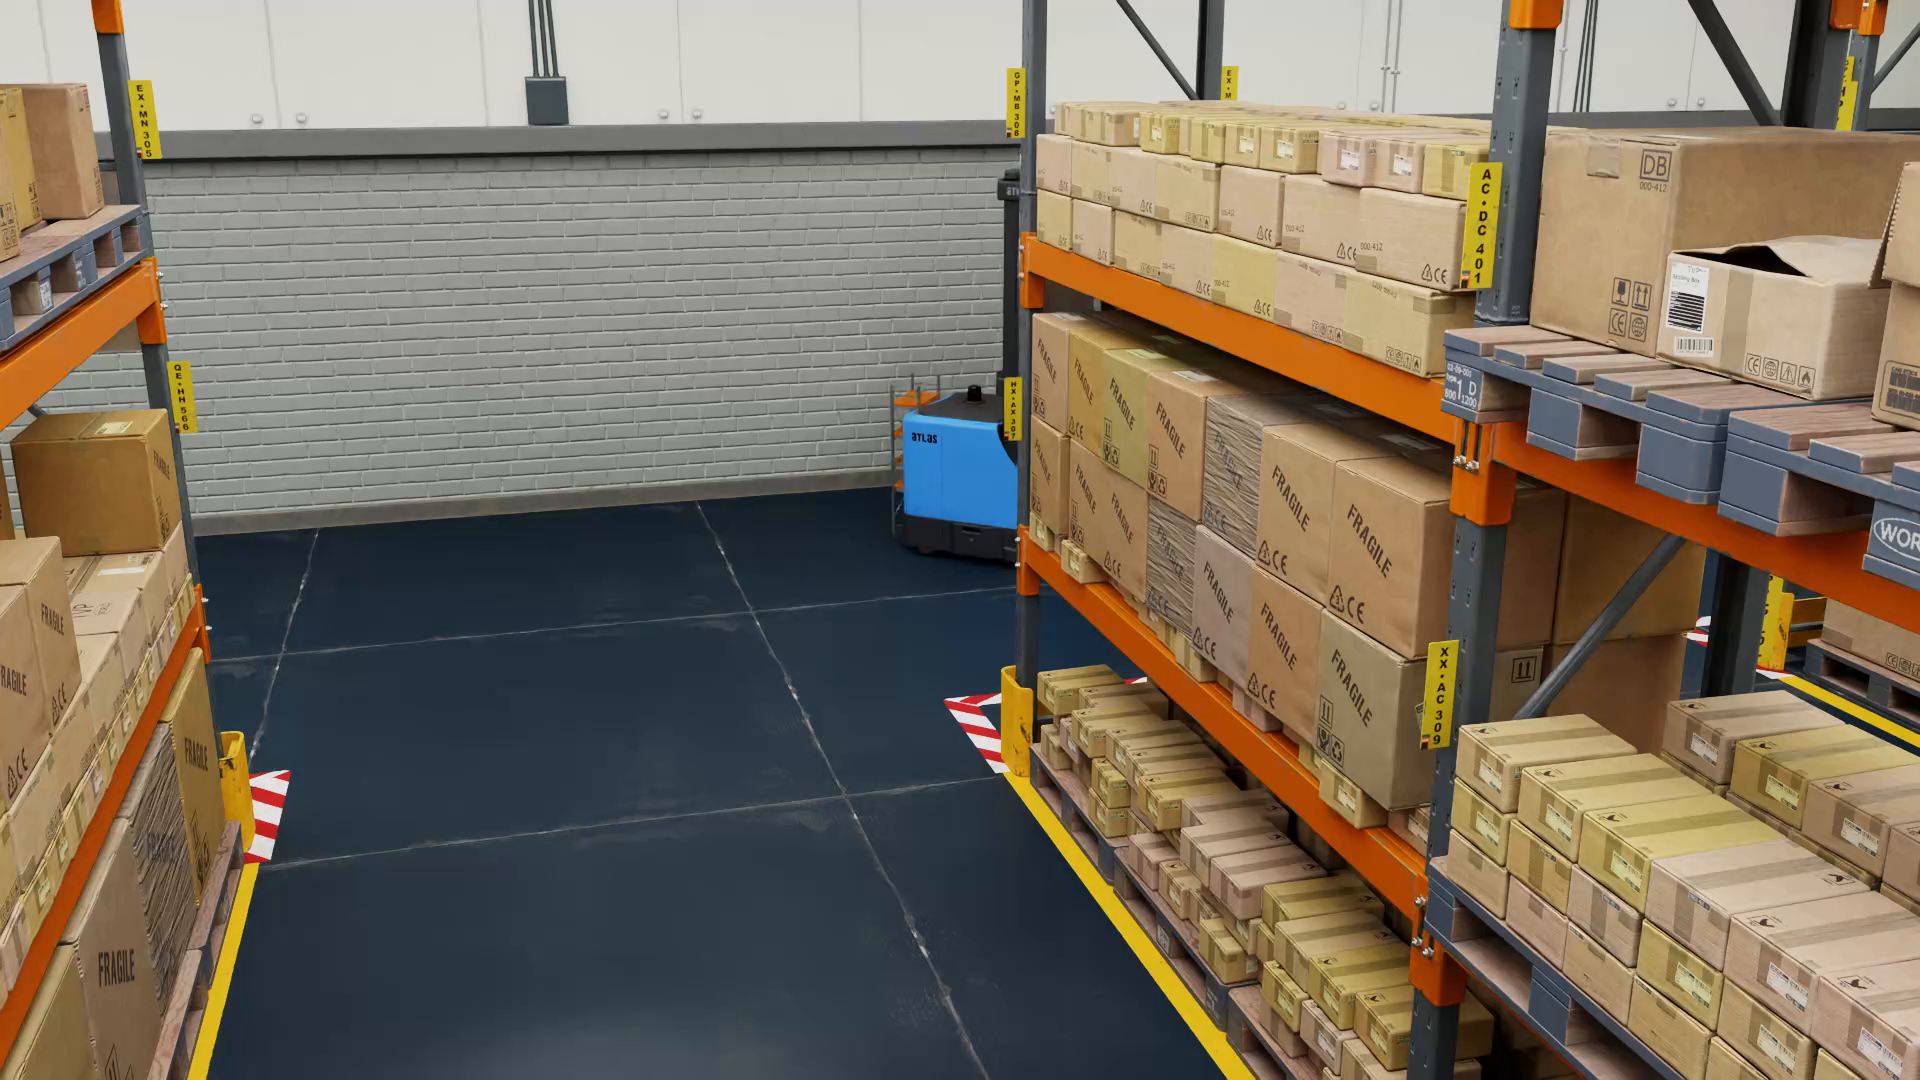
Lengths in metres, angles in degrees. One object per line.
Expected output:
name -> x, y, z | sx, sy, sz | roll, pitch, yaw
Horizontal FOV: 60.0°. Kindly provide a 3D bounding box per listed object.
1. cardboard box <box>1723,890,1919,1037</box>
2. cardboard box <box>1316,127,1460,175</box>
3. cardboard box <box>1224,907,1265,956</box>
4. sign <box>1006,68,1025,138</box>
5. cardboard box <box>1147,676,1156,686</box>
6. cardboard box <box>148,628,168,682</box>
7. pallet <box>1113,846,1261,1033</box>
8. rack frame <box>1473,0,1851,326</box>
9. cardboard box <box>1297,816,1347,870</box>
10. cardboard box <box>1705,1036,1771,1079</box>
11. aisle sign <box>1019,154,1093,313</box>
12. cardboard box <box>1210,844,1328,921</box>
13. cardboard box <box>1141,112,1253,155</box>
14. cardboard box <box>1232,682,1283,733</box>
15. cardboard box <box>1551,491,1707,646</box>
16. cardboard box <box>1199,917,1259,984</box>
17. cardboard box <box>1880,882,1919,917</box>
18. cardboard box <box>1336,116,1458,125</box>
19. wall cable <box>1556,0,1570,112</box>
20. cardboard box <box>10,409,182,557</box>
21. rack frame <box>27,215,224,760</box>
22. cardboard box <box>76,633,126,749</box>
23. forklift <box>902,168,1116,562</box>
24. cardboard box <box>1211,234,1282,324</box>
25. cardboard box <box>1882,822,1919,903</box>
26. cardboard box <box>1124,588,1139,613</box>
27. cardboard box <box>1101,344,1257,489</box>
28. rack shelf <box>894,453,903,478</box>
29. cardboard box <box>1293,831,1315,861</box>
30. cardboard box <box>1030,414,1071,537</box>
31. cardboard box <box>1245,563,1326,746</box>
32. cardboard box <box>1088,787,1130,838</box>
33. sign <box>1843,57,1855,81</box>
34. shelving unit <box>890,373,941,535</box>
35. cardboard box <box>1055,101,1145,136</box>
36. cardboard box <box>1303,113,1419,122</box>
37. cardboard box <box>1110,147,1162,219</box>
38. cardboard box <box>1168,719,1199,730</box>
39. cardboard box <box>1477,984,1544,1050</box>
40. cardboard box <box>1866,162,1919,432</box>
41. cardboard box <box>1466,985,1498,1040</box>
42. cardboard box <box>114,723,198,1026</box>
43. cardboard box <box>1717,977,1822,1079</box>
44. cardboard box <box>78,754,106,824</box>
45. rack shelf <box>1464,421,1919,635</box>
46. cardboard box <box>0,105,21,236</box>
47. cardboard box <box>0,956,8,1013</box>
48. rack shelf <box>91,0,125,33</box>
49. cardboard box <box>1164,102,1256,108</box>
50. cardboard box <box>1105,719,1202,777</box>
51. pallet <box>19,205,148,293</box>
cardboard box -> 1.847, 0.881, 3.479 | 0.380, 0.149, 0.250 | -5, 17, -16
cardboard box -> 1.396, -1.265, 5.435 | 0.380, 0.149, 0.250 | -4, 17, -13
cardboard box -> 1.261, 1.480, 6.518 | 0.380, 0.149, 0.250 | -4, 17, -14
sign -> 0.273, -2.105, 8.014 | 0.100, 0.325, 0.005 | -5, 17, -15
cardboard box -> 1.183, 0.713, 8.557 | 0.380, 0.149, 0.250 | -4, 17, -15
cardboard box -> -3.379, 0.475, 6.595 | 0.380, 0.149, 0.250 | -4, 17, -14
pallet -> 1.336, 1.628, 7.166 | 1.003, 0.211, 1.213 | -5, 17, -15
rack frame -> 1.894, -2.060, 4.167 | 1.000, 3.000, 0.127 | -5, 17, -15
cardboard box -> 1.623, 1.218, 6.875 | 0.380, 0.149, 0.250 | -5, 18, -18
cardboard box -> 1.845, 1.163, 3.572 | 0.380, 0.149, 0.250 | -5, 18, -18
aisle sign -> 0.486, -1.535, 8.328 | 0.394, 0.787, 0.004 | -5, 17, -15
cardboard box -> 1.202, 1.333, 6.491 | 0.380, 0.149, 0.250 | -6, 18, -18
cardboard box -> 0.941, -1.617, 6.606 | 0.380, 0.149, 0.250 | -4, 17, -14
cardboard box -> 1.248, 0.586, 6.225 | 0.380, 0.149, 0.250 | -5, 18, -18
cardboard box -> 2.004, 0.000, 5.309 | 0.500, 0.500, 0.500 | -4, 17, -14
cardboard box -> 1.174, 1.610, 6.605 | 0.380, 0.149, 0.250 | -5, 17, -15
cardboard box -> 2.411, 0.901, 3.927 | 0.380, 0.149, 0.250 | -5, 18, -17
cardboard box -> 1.647, -1.520, 6.283 | 0.380, 0.149, 0.250 | -5, 17, -17
wall cable -> 4.416, -5.195, 14.606 | 2.355, 3.000, 0.029 | -5, 17, -15
cardboard box -> -3.616, -0.245, 6.993 | 0.500, 0.500, 0.500 | -4, 17, -15
rack frame -> -4.002, 0.071, 7.502 | 1.000, 3.000, 0.127 | -5, 17, -15
cardboard box -> -3.188, 0.538, 5.690 | 0.500, 0.250, 0.500 | -5, 17, -15
forklift -> 1.118, -1.251, 12.022 | 3.031, 2.935, 1.130 | 8, 18, 24
cardboard box -> 1.233, -0.945, 5.932 | 0.500, 0.250, 0.500 | -5, 17, -16
cardboard box -> 2.408, 0.762, 3.875 | 0.380, 0.149, 0.250 | -5, 17, -15
cardboard box -> 0.954, 0.226, 7.421 | 0.380, 0.149, 0.250 | -5, 17, -16
cardboard box -> 0.929, -0.532, 7.082 | 0.500, 0.500, 0.500 | -5, 17, -16
rack shelf -> -0.346, -0.608, 13.126 | 0.258, 0.148, 0.480 | 5, 17, 16
cardboard box -> 1.668, 1.284, 7.171 | 0.380, 0.149, 0.250 | -5, 17, -15
cardboard box -> 0.652, -0.337, 8.171 | 0.500, 0.500, 0.500 | -4, 17, -13
cardboard box -> 1.347, 0.368, 5.823 | 0.500, 0.500, 0.500 | -5, 17, -17
cardboard box -> 0.821, 1.255, 7.786 | 0.380, 0.149, 0.250 | -4, 17, -15
sign -> 4.991, -2.563, 9.401 | 0.100, 0.325, 0.005 | -5, 17, -15
shelving unit -> -0.346, -0.673, 13.106 | 0.258, 1.200, 0.503 | 5, 17, 16
cardboard box -> 0.664, -1.981, 7.816 | 0.380, 0.149, 0.250 | -5, 17, -16
cardboard box -> 1.570, -1.592, 6.523 | 0.380, 0.149, 0.250 | -5, 17, -17
cardboard box -> 0.937, -1.470, 6.811 | 0.500, 0.250, 0.500 | -4, 17, -15
cardboard box -> 1.234, 0.929, 8.355 | 0.380, 0.149, 0.250 | -5, 17, -17
cardboard box -> 1.998, 1.581, 5.666 | 0.380, 0.149, 0.250 | -4, 17, -13
cardboard box -> 2.192, -0.436, 3.067 | 0.797, 0.503, 0.637 | -5, 17, -16
cardboard box -> 1.946, 1.647, 5.965 | 0.380, 0.149, 0.250 | -5, 17, -15
cardboard box -> -3.500, 1.310, 6.341 | 0.875, 0.875, 0.875 | -5, 17, -15
cardboard box -> 1.852, 1.025, 3.517 | 0.380, 0.149, 0.250 | -4, 17, -13
cardboard box -> -3.021, 0.831, 5.408 | 0.380, 0.149, 0.250 | -4, 17, -15
rack shelf -> 2.443, 0.274, 2.861 | 1.077, 0.370, 4.000 | -5, 17, -15
cardboard box -> -3.581, -1.218, 5.503 | 0.700, 0.500, 0.500 | -6, 18, -19
cardboard box -> -2.665, 1.190, 4.214 | 0.380, 0.149, 0.250 | -5, 17, -15
rack shelf -> -3.453, -1.713, 4.958 | 1.077, 0.370, 4.000 | -5, 17, -15
cardboard box -> 1.162, -1.945, 7.699 | 0.380, 0.149, 0.250 | -4, 17, -14
cardboard box -> 0.897, 0.967, 7.712 | 0.380, 0.149, 0.250 | -6, 18, -18
pallet -> -3.789, -1.119, 6.402 | 1.003, 0.211, 1.213 | -5, 17, -15
